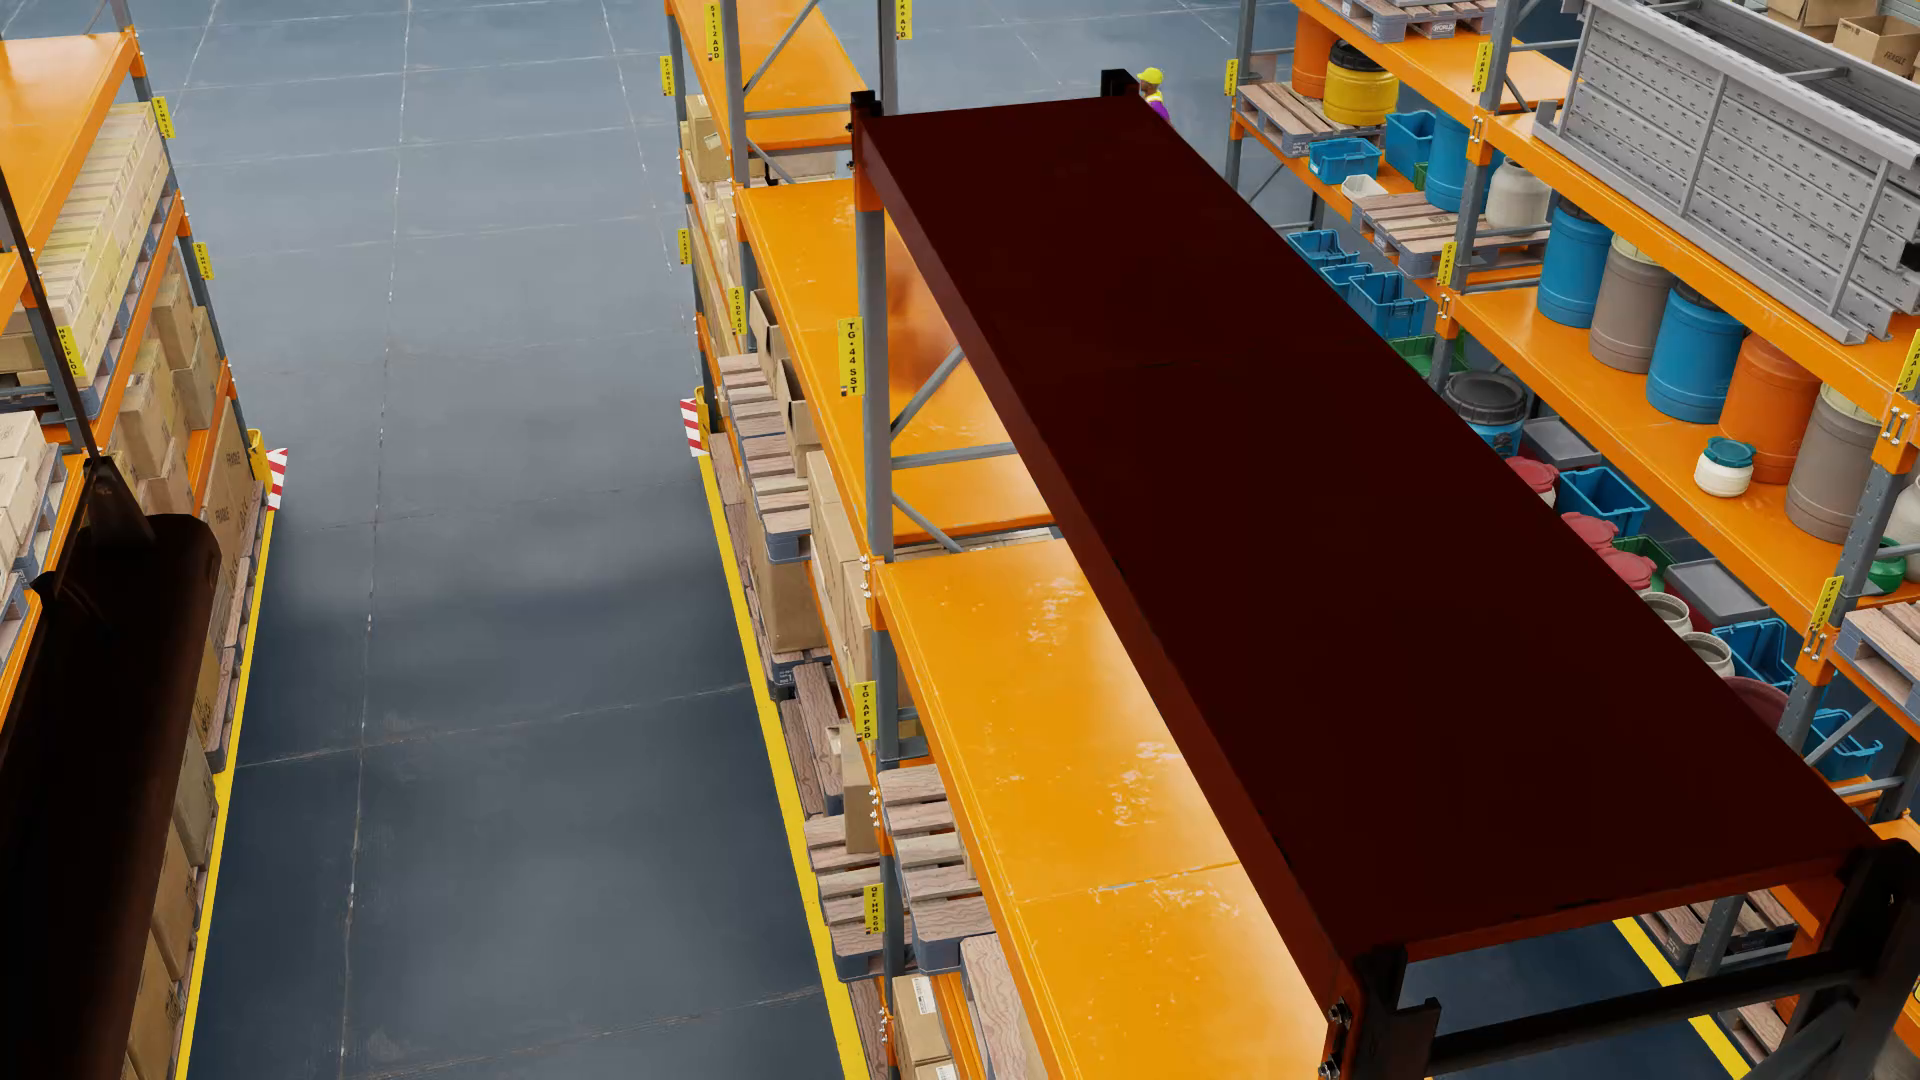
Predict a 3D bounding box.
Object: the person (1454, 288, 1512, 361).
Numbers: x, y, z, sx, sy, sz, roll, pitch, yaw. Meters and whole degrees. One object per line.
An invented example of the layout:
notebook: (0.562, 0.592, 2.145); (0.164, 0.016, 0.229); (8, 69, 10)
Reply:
person: (4.666, -2.050, 15.495); (0.643, 1.844, 0.876); (-14, 37, -19)

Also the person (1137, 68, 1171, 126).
person: (2.139, -4.538, 19.125); (0.883, 1.802, 0.683); (7, 35, 11)
